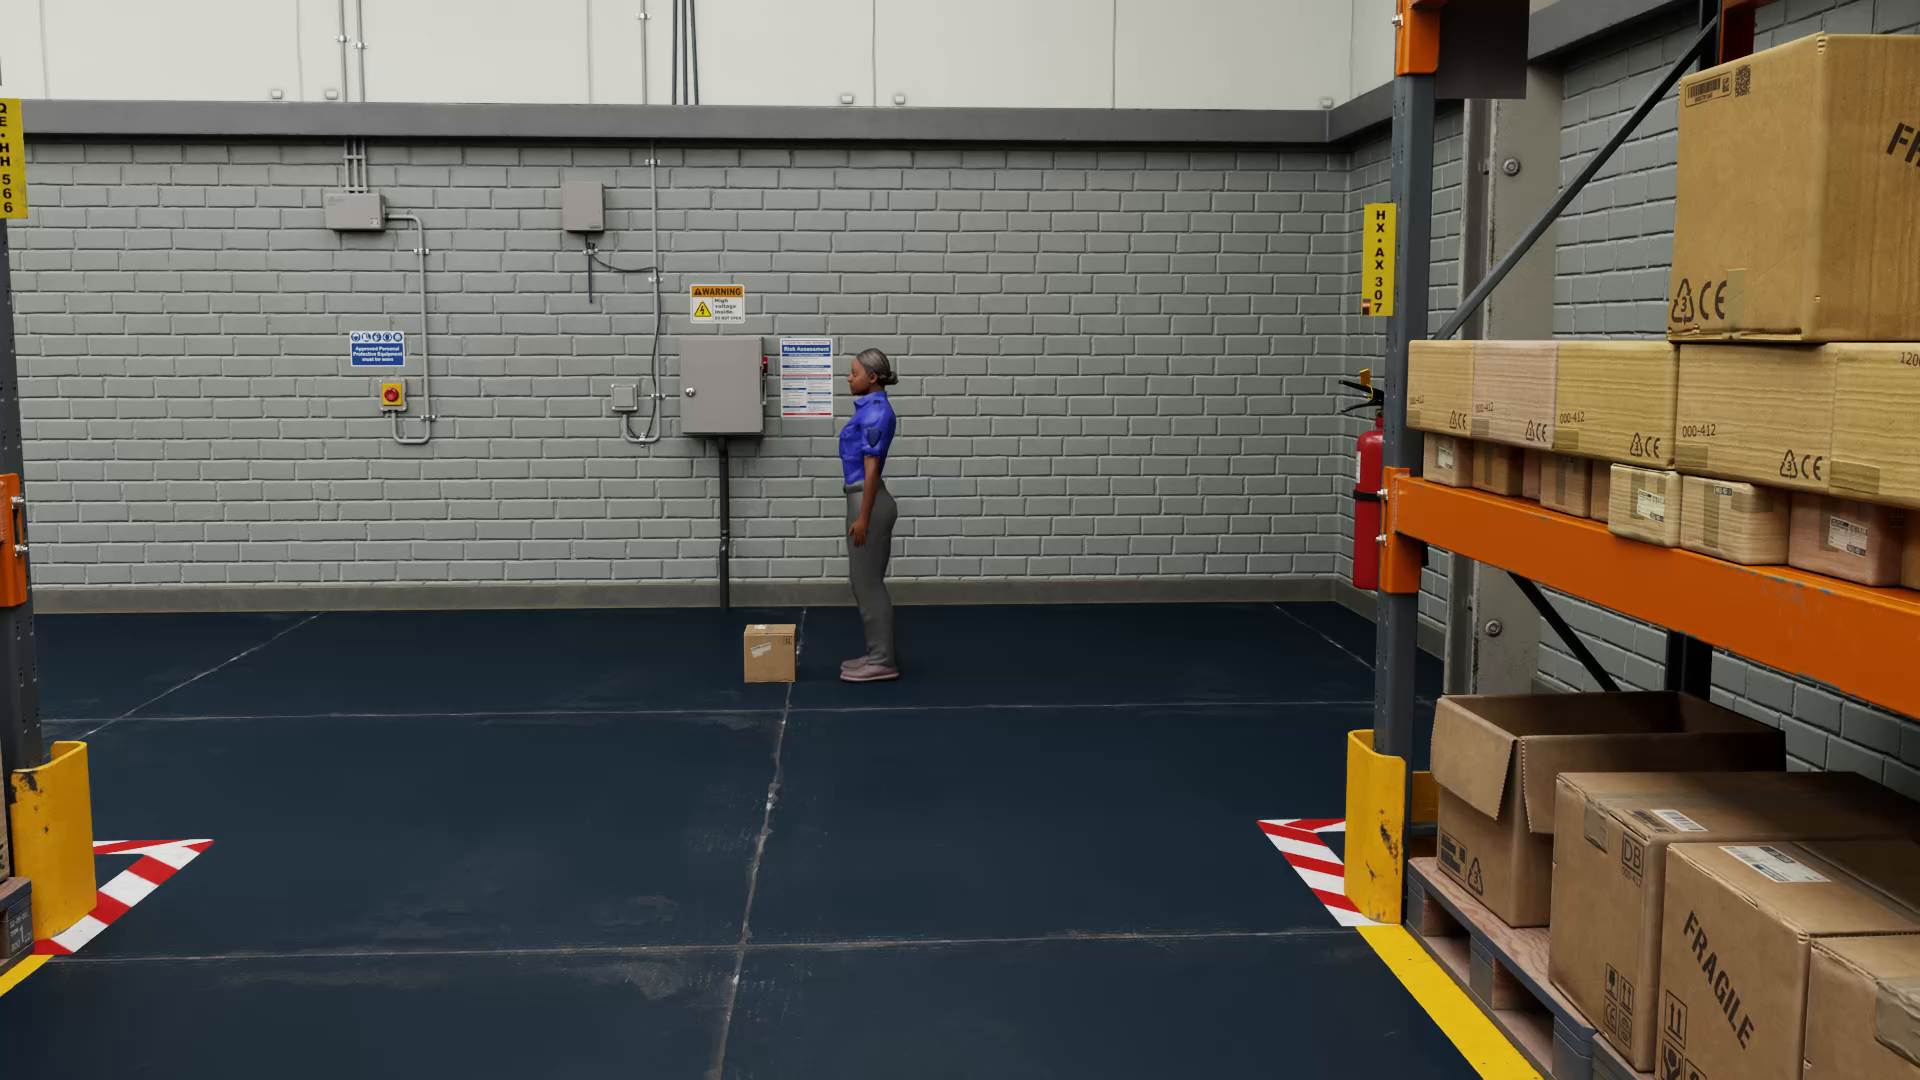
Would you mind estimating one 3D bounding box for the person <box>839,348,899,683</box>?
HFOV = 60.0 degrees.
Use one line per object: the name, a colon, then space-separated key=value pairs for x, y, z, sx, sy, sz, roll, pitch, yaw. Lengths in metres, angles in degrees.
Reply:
person: x=-0.457 y=-0.126 z=8.323 sx=0.307 sy=1.657 sz=0.436 roll=0 pitch=7 yaw=-3
